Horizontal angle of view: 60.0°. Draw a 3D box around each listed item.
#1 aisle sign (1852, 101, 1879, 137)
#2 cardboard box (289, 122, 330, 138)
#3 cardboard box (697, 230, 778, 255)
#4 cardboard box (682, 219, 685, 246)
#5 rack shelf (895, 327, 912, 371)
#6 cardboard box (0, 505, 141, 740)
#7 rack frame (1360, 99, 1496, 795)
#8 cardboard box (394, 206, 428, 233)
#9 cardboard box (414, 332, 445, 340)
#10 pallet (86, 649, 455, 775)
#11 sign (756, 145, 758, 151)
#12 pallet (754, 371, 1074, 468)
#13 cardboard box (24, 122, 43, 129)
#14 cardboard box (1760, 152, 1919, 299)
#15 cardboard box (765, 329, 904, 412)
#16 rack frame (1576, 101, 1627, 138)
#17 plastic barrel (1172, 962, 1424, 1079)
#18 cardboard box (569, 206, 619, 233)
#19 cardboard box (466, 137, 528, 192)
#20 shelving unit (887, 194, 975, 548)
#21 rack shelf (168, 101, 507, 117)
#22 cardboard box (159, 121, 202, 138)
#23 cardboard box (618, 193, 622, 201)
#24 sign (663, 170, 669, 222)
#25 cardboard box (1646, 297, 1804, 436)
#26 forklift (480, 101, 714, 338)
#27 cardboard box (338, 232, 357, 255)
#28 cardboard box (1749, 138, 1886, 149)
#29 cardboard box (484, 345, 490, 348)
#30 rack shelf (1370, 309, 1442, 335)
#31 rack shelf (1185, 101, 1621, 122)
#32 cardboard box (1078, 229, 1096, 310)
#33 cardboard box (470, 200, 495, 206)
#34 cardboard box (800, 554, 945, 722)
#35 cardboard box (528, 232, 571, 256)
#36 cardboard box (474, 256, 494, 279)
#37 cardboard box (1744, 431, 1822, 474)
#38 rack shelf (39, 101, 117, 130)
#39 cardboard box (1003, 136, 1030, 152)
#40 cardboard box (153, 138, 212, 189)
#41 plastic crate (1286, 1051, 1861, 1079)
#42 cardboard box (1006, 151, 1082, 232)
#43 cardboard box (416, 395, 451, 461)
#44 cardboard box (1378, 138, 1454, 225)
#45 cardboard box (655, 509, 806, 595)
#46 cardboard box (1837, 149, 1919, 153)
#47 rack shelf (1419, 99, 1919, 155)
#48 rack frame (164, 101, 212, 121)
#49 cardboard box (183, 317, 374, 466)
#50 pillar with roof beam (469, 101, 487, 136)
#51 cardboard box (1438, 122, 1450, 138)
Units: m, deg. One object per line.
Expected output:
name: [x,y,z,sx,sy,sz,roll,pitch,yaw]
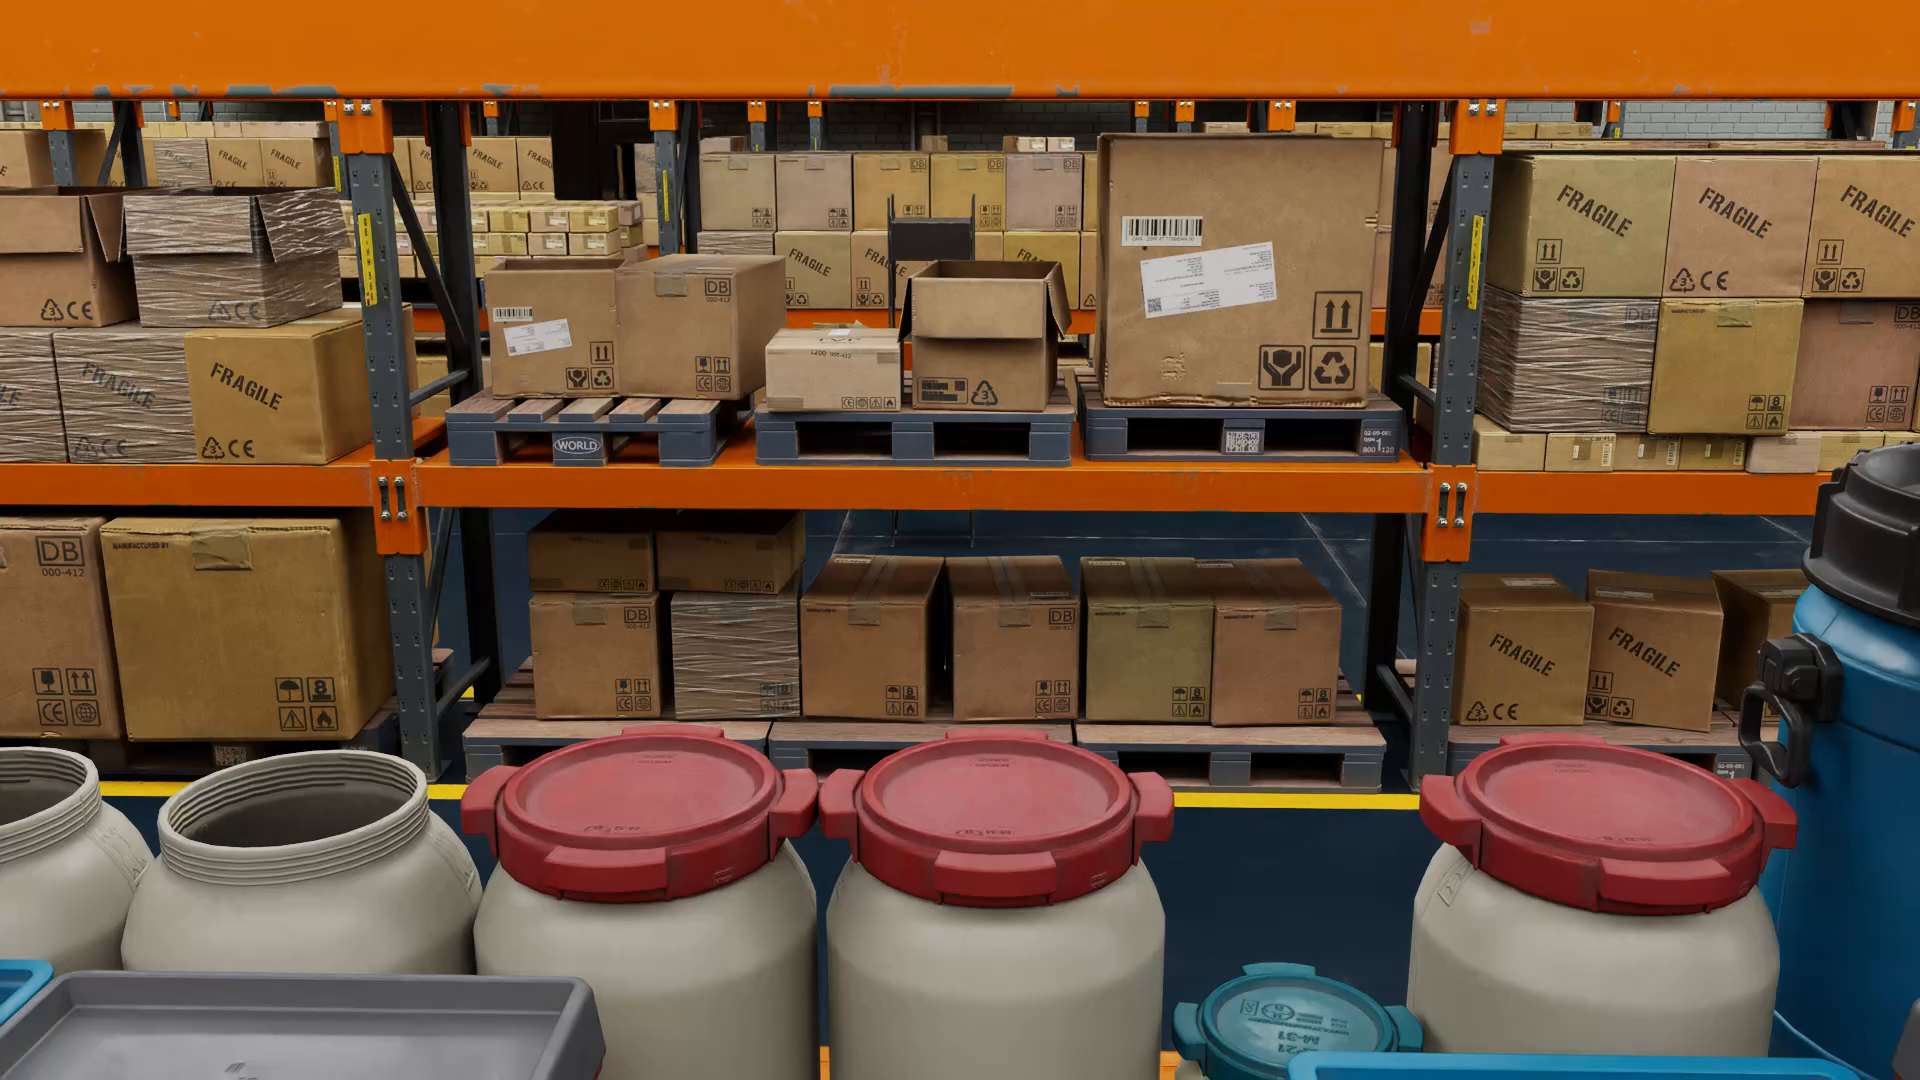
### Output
aisle sign: [6.159,-3.146,11.289,0.004,0.787,0.394,0,15,1]
cardboard box: [-6.206,-3.921,15.893,0.250,0.149,0.380,0,15,0]
cardboard box: [-1.475,-1.842,11.245,0.500,0.500,0.500,1,15,2]
cardboard box: [-2.403,-2.993,16.098,0.500,0.250,0.500,0,15,-1]
rack shelf: [-0.165,-1.003,10.080,0.480,0.518,0.431,0,15,1]
cardboard box: [-3.725,0.206,7.022,0.875,0.875,1.225,0,15,2]
rack frame: [1.854,-0.575,6.639,0.127,3.000,1.000,0,15,1]
cardboard box: [-3.711,-2.130,11.035,0.250,0.149,0.380,1,15,4]
cardboard box: [-5.268,-2.346,16.695,0.875,0.875,0.875,1,15,3]
pallet: [-2.930,0.723,7.186,1.213,0.211,1.003,0,15,1]
sign: [-1.902,-3.547,15.633,0.005,0.325,0.100,0,15,1]
pallet: [-0.164,-0.506,6.753,1.213,0.211,1.003,0,15,1]
cardboard box: [-8.756,-3.941,15.971,0.250,0.149,0.380,0,15,0]
cardboard box: [3.297,-1.177,6.180,0.500,0.500,0.500,0,15,1]
cardboard box: [-0.475,-0.662,6.440,0.500,0.250,0.500,0,15,0]
rack frame: [6.106,-3.076,16.119,0.127,3.000,1.000,0,15,1]
plastic barrel: [0.409,0.707,2.050,0.301,0.262,0.301,0,15,0]
cardboard box: [-2.418,-2.121,11.001,0.250,0.149,0.380,0,15,-1]
cardboard box: [-4.447,-3.610,15.986,0.500,0.500,0.500,0,15,0]
shelving unit: [-0.165,-1.016,10.076,0.503,2.100,0.431,0,15,1]
rack shelf: [-7.766,-5.536,20.972,4.000,0.370,1.077,0,15,1]
cardboard box: [-7.482,-3.945,15.985,0.250,0.149,0.380,0,15,0]
cardboard box: [-3.407,-3.236,16.041,0.500,0.250,0.500,0,15,0]
sign: [-1.921,-2.248,10.867,0.005,0.325,0.100,0,15,1]
cardboard box: [2.802,-0.736,6.471,0.500,0.500,0.875,0,15,1]
forklift: [-2.519,-2.398,13.685,3.031,2.935,1.130,-1,15,-2]
cardboard box: [-3.970,-1.987,11.078,0.250,0.149,0.380,0,15,0]
cardboard box: [5.711,-2.420,11.222,0.550,0.550,0.875,0,15,1]
cardboard box: [-3.107,-1.292,11.963,0.500,0.250,0.500,0,15,1]
rack shelf: [4.081,-1.478,11.473,4.000,0.370,1.077,0,15,1]
rack shelf: [4.107,-4.192,15.878,4.000,0.370,1.077,0,15,1]
cardboard box: [1.049,-1.826,11.185,0.500,0.500,0.500,0,15,1]
cardboard box: [-3.423,-2.294,11.657,0.250,0.149,0.380,1,15,4]
cardboard box: [-0.352,0.396,6.995,0.500,0.500,0.700,2,15,6]
cardboard box: [-2.689,-1.979,11.047,0.250,0.149,0.380,1,15,4]
cardboard box: [-3.176,-1.839,11.100,0.250,0.149,0.380,0,15,1]
cardboard box: [3.061,-0.365,6.334,0.250,0.149,0.380,0,15,1]
rack shelf: [-7.915,-3.007,11.387,4.000,0.370,1.077,0,15,1]
cardboard box: [0.558,-3.885,16.312,0.250,0.149,0.380,1,15,5]
cardboard box: [-7.385,-3.625,16.044,0.500,0.500,0.500,1,15,2]
plastic crate: [0.617,0.768,1.580,0.575,0.384,0.392,0,15,1]
cardboard box: [0.566,-2.379,11.321,0.500,0.500,0.700,0,15,2]
cardboard box: [-3.629,-0.801,11.572,0.500,0.500,0.500,0,15,-1]
cardboard box: [3.003,-2.449,11.331,0.550,0.550,0.875,0,15,1]
cardboard box: [-0.943,0.030,6.914,0.500,0.250,0.500,2,15,8]
cardboard box: [3.811,-1.307,6.676,0.500,0.500,0.500,0,15,1]
rack shelf: [3.854,-1.664,6.299,4.000,0.370,1.077,0,15,1]
rack frame: [-9.766,-4.446,21.312,0.127,3.000,1.000,0,15,1]
cardboard box: [-2.644,-0.589,6.498,0.500,0.500,0.500,1,15,3]
pillar with roof beam: [-6.550,-6.457,17.176,0.400,9.000,9.100,0,15,1]
cardboard box: [4.572,-3.682,15.676,0.500,0.500,0.700,0,15,1]
